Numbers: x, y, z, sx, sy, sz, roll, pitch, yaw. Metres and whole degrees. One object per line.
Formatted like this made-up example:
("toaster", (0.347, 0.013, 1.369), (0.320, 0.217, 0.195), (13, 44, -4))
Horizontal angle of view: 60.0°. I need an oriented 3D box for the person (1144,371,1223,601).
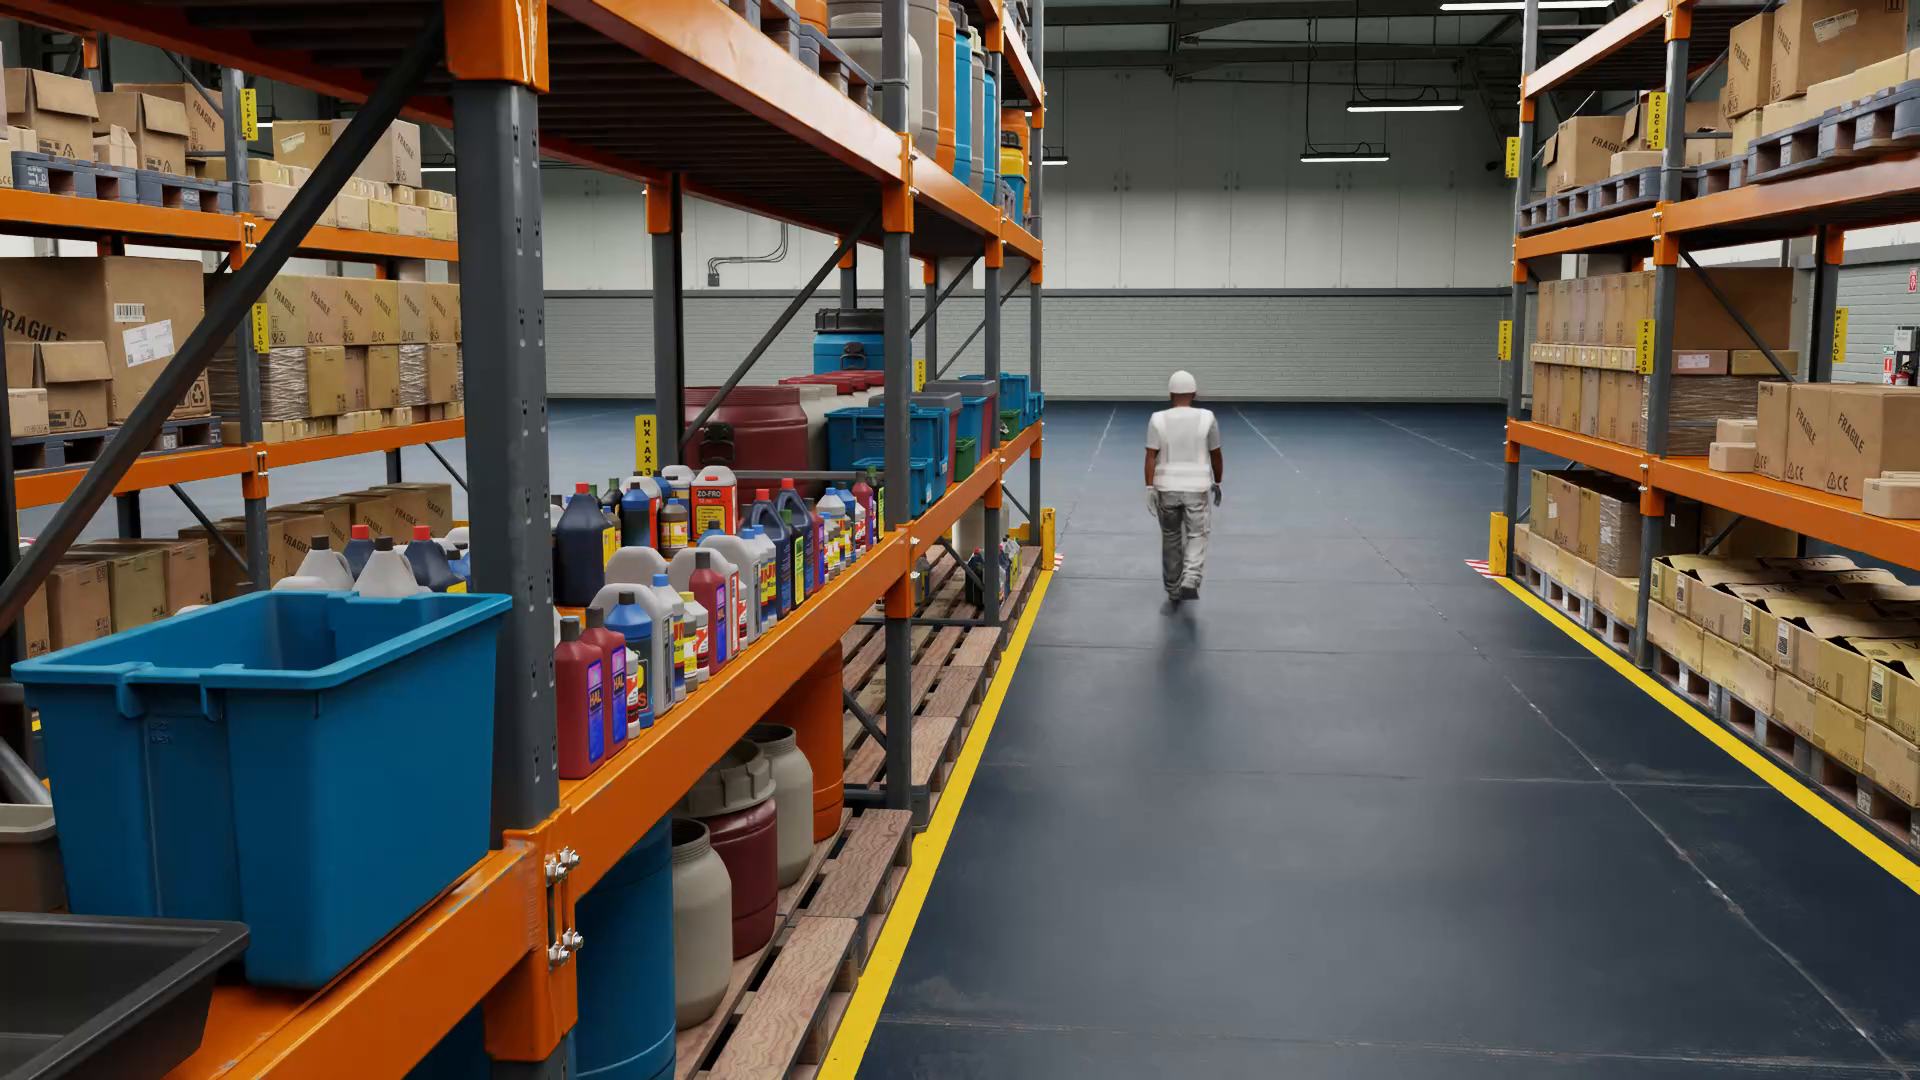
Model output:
("person", (1.662, -0.380, 12.381), (0.570, 1.752, 0.976), (1, 8, 11))
